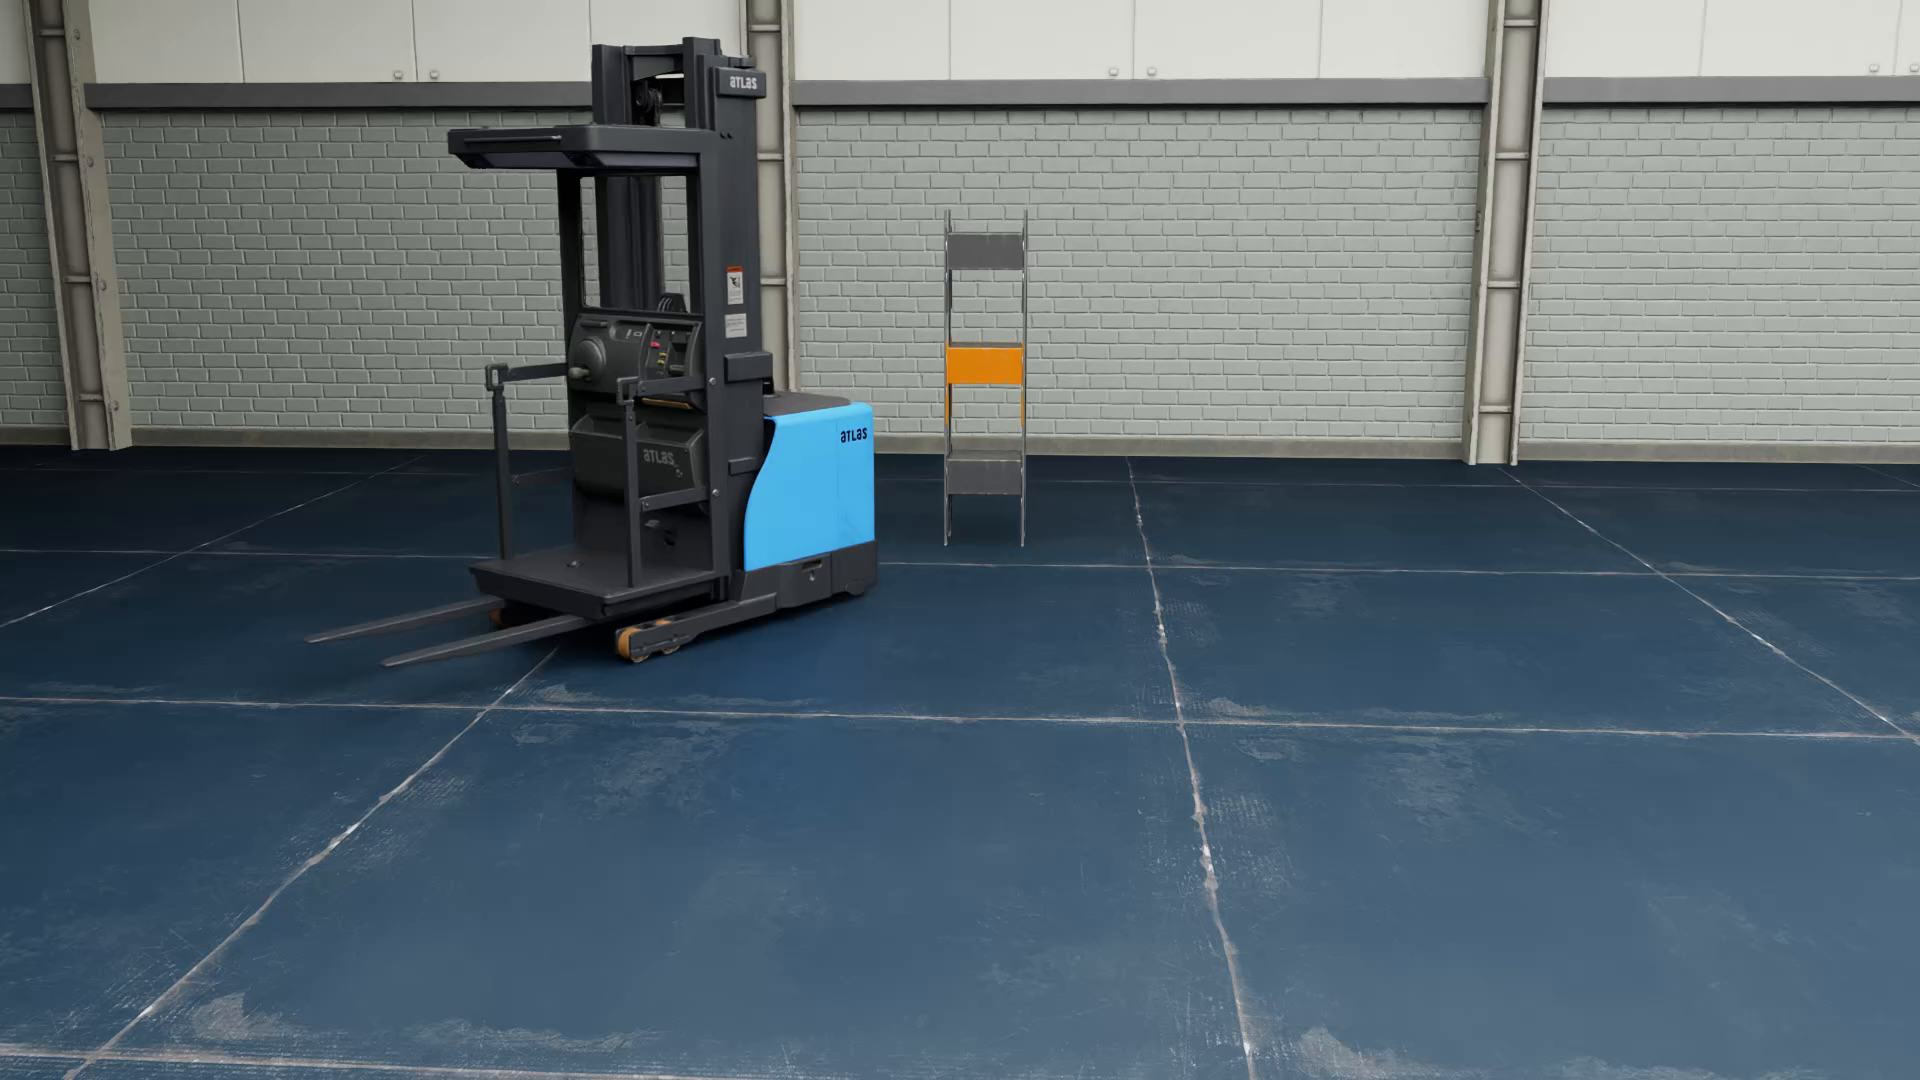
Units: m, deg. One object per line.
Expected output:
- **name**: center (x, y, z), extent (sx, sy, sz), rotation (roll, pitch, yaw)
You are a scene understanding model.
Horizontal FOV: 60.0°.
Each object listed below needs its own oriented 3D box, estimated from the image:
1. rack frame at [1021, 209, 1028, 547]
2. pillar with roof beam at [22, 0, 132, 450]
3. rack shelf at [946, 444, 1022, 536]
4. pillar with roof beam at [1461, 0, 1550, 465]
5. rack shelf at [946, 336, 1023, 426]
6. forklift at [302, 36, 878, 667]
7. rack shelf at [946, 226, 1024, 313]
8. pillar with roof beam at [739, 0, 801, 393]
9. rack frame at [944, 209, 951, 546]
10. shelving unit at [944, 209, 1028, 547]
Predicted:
- **rack frame**: center (0.409, -1.022, 10.526), extent (0.015, 2.100, 0.400), rotation (1, 12, 4)
- **pillar with roof beam**: center (-7.848, -4.341, 9.542), extent (0.400, 9.000, 9.100), rotation (1, 12, 4)
- **rack shelf**: center (0.165, -0.327, 10.688), extent (0.480, 0.518, 0.431), rotation (1, 12, 4)
- **pillar with roof beam**: center (4.125, -4.177, 8.758), extent (0.400, 9.000, 9.100), rotation (1, 12, 4)
- **rack shelf**: center (0.165, -1.012, 10.545), extent (0.480, 0.518, 0.431), rotation (1, 12, 4)
- **forklift**: center (-1.772, -0.963, 8.214), extent (1.130, 2.935, 3.031), rotation (9, 15, 38)
- **rack shelf**: center (0.165, -1.697, 10.402), extent (0.480, 0.518, 0.431), rotation (1, 12, 4)
- **pillar with roof beam**: center (-1.861, -4.259, 9.150), extent (0.400, 9.000, 9.100), rotation (1, 12, 4)
- **rack frame**: center (-0.078, -1.029, 10.558), extent (0.015, 2.100, 0.400), rotation (1, 12, 4)
- **shelving unit**: center (0.165, -1.025, 10.542), extent (0.503, 2.100, 0.431), rotation (1, 12, 4)
